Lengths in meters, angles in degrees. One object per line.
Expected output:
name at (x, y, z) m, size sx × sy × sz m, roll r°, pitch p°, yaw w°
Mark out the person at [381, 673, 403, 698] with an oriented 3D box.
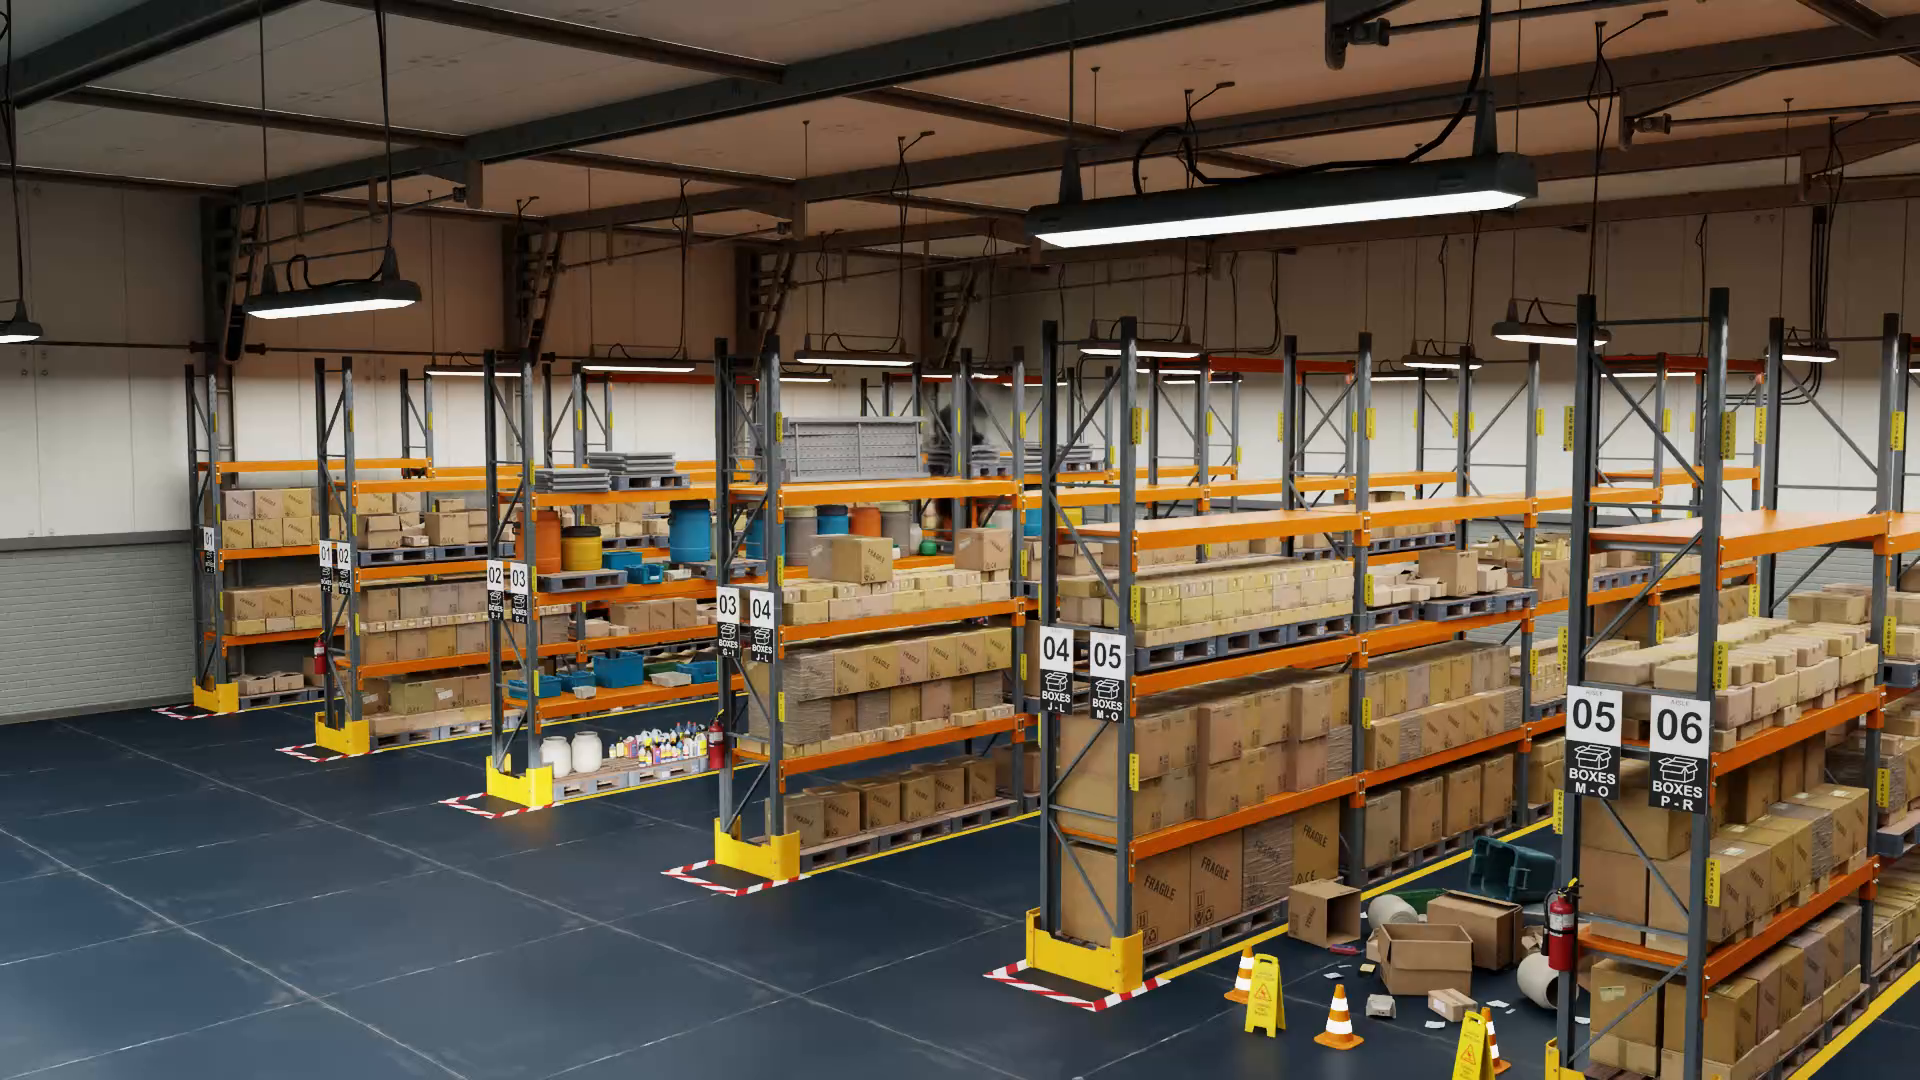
person at (-9.462, 2.161, 27.866) m, size 0.567 × 1.697 × 0.915 m, roll 3°, pitch 5°, yaw 34°
